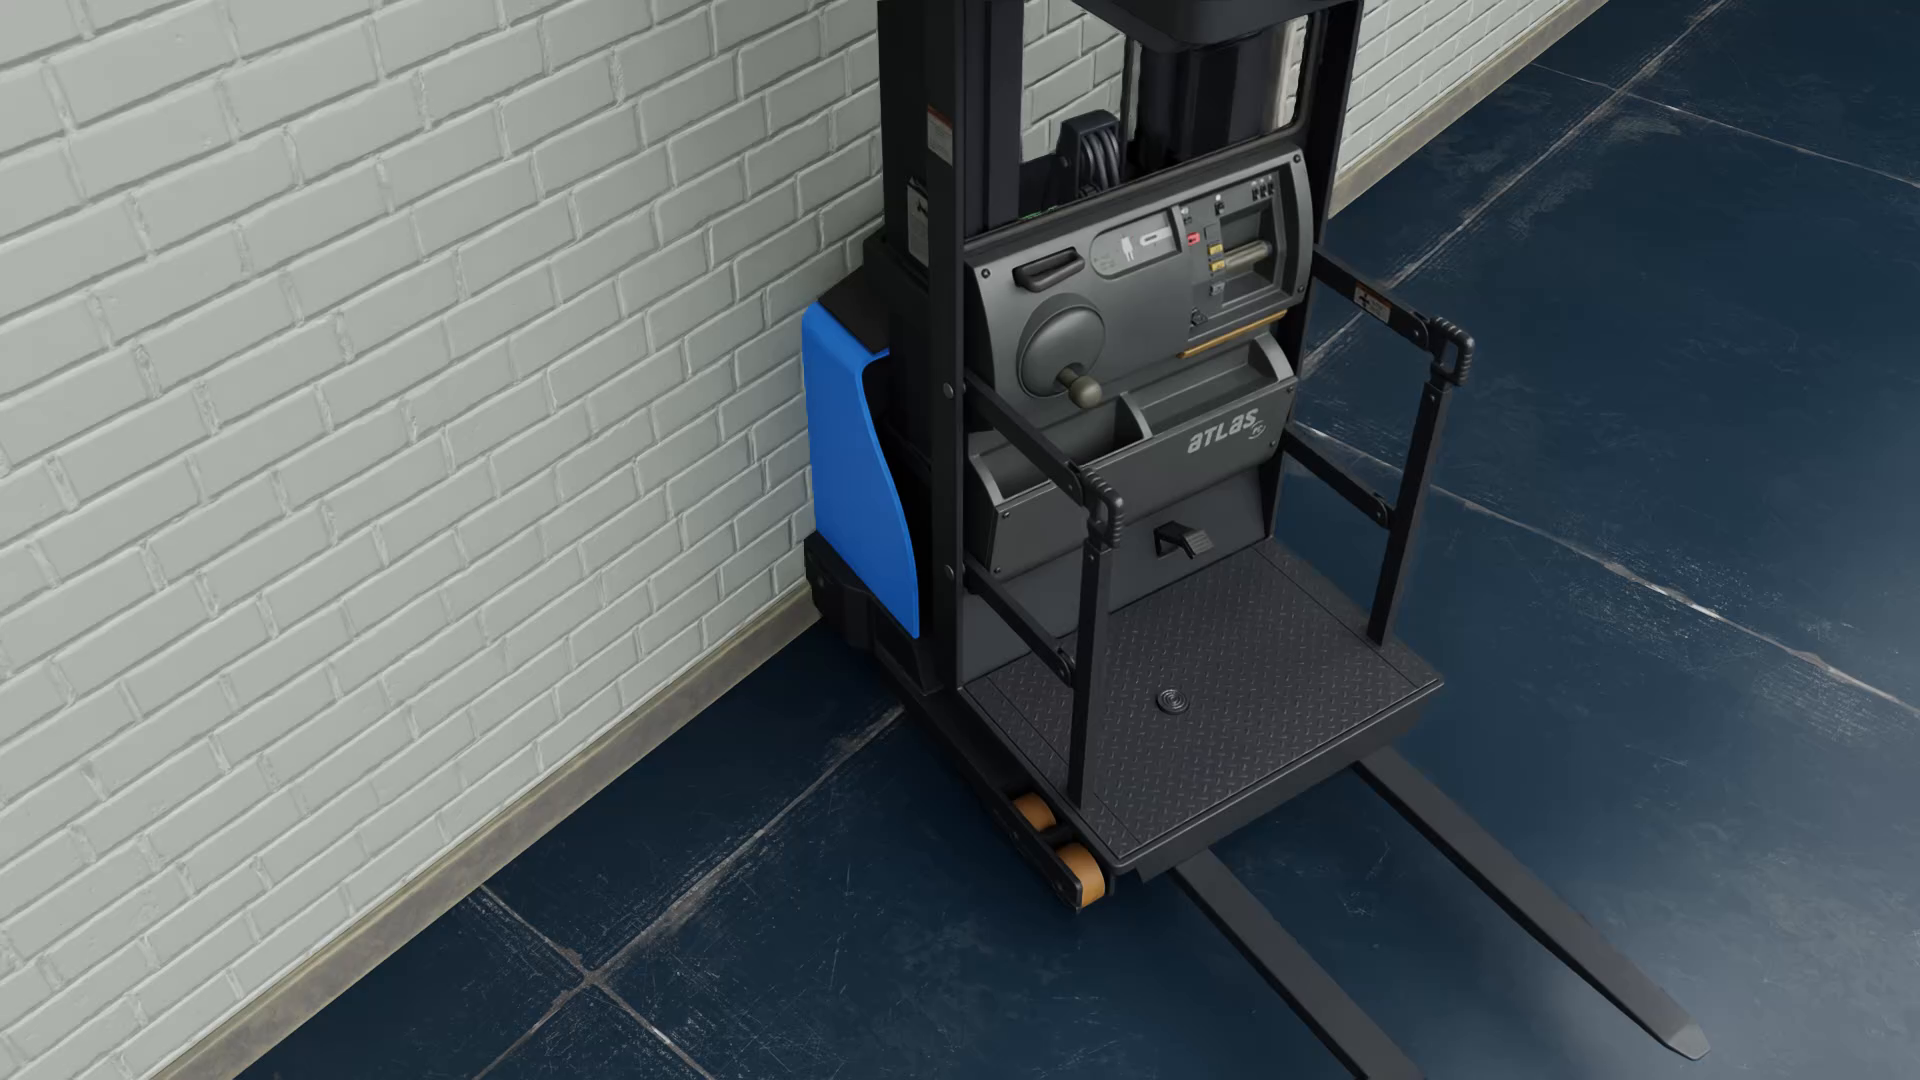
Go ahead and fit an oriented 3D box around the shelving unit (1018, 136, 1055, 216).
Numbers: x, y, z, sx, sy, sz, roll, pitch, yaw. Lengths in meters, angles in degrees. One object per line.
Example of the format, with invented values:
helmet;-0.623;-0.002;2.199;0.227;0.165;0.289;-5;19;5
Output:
shelving unit;0.123;-0.518;4.902;0.258;1.200;0.503;27;52;29

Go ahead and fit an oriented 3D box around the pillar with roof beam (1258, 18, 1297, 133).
pillar with roof beam;4.083;-2.074;0.842;9.100;9.000;0.400;29;50;28

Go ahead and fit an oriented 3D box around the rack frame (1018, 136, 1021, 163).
rack frame;0.276;-0.654;5.034;0.240;1.200;0.015;27;52;29

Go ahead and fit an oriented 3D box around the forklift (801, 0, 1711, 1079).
forklift;0.554;-0.521;3.644;1.130;2.935;3.031;-24;47;-24

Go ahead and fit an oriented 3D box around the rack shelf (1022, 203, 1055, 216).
rack shelf;0.099;-0.820;4.617;0.258;0.148;0.480;27;52;29
